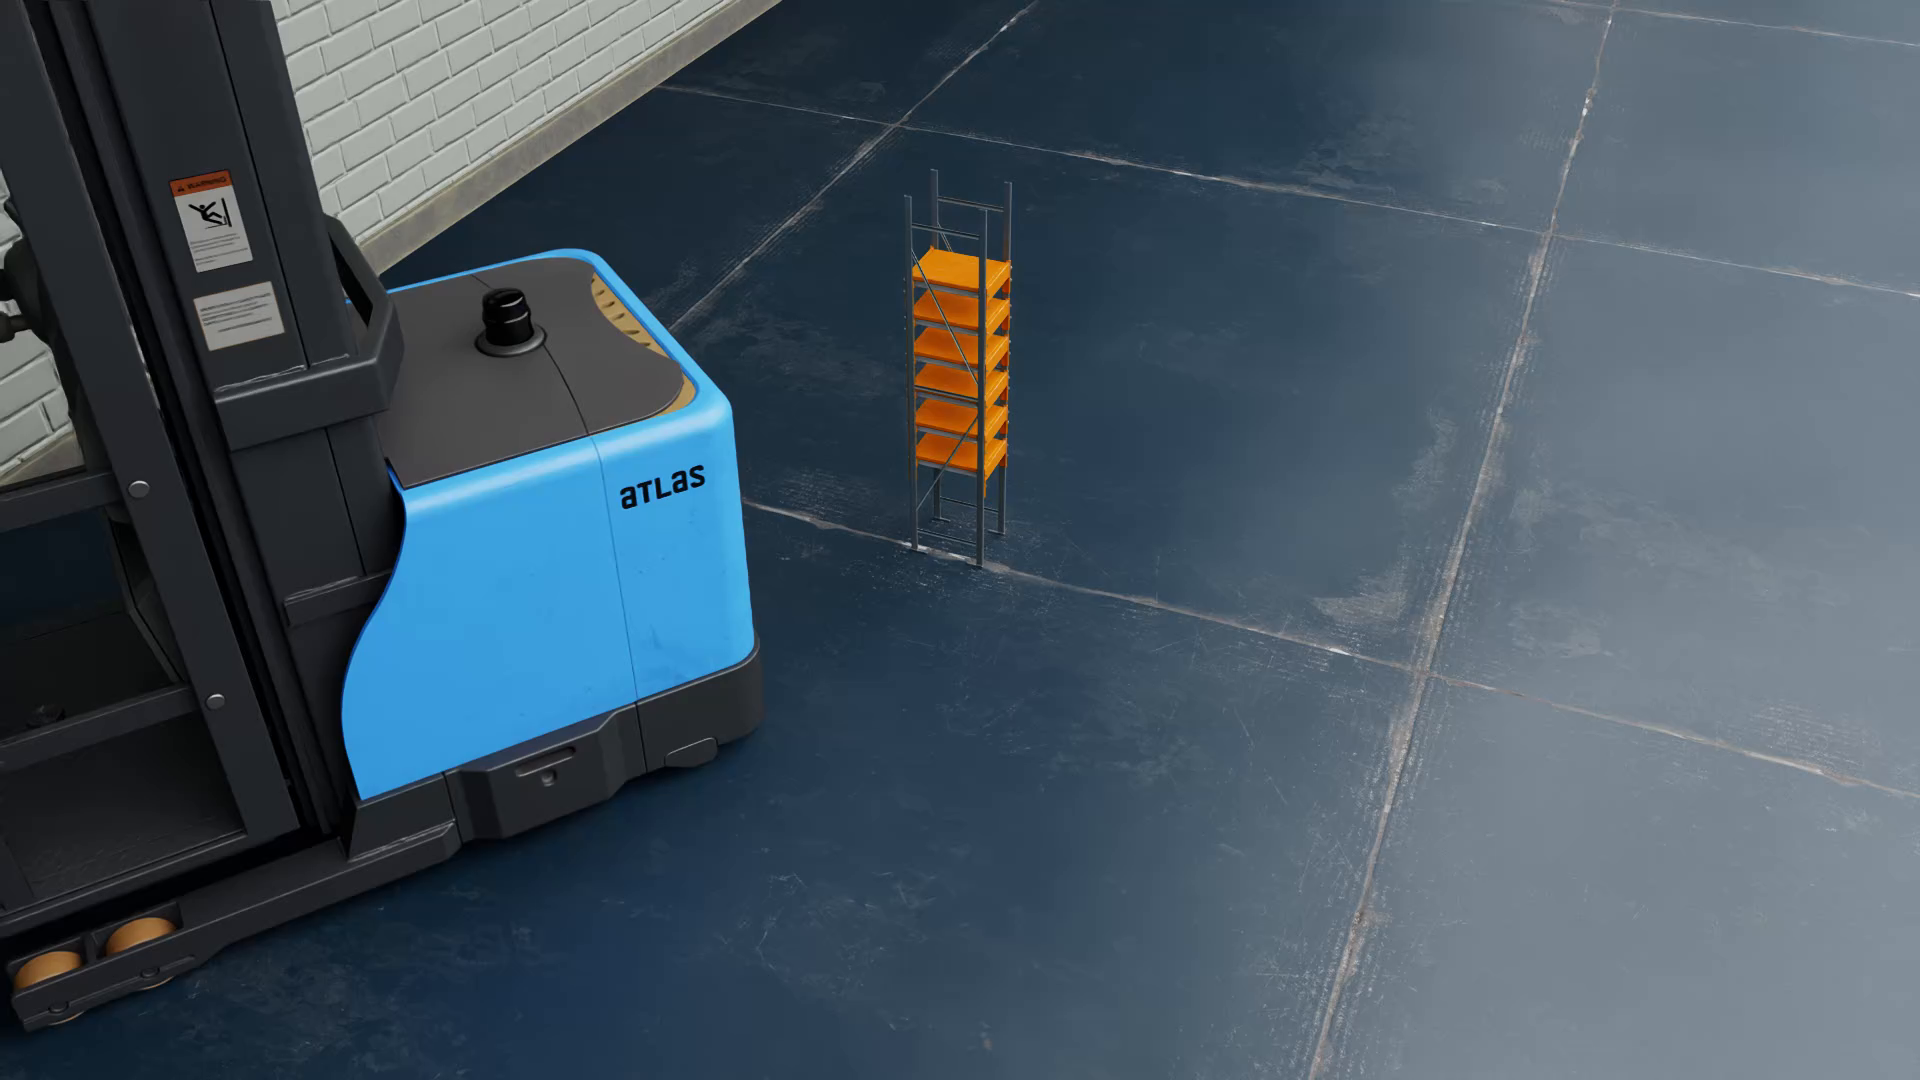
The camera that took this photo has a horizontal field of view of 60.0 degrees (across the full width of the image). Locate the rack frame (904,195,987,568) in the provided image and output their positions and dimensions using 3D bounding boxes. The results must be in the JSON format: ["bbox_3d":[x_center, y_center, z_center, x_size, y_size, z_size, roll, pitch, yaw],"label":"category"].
[{"bbox_3d":[-0.040,-0.422,4.812,0.240,1.200,0.006,14,39,18],"label":"rack frame"}]

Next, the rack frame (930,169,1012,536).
[{"bbox_3d":[0.029,-0.523,4.948,0.240,1.200,0.006,14,39,18],"label":"rack frame"}]

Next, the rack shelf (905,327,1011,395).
[{"bbox_3d":[-0.005,-0.533,4.835,0.258,0.103,0.180,14,39,18],"label":"rack shelf"}]

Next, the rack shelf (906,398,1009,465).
[{"bbox_3d":[-0.005,-0.341,4.979,0.258,0.103,0.180,14,39,18],"label":"rack shelf"}]

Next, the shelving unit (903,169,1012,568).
[{"bbox_3d":[-0.005,-0.473,4.880,0.258,1.200,0.189,14,39,18],"label":"shelving unit"}]

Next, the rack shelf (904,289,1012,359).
[{"bbox_3d":[-0.005,-0.629,4.763,0.258,0.103,0.180,14,39,18],"label":"rack shelf"}]

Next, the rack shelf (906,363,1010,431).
[{"bbox_3d":[-0.005,-0.437,4.907,0.258,0.103,0.180,14,39,18],"label":"rack shelf"}]

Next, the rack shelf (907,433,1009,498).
[{"bbox_3d":[-0.005,-0.245,5.050,0.258,0.103,0.180,14,39,18],"label":"rack shelf"}]

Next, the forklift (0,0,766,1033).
[{"bbox_3d":[-2.058,-0.438,3.387,3.031,2.935,1.130,-19,41,-24],"label":"forklift"}]

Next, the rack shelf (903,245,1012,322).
[{"bbox_3d":[-0.005,-0.725,4.691,0.258,0.103,0.180,14,39,18],"label":"rack shelf"}]
